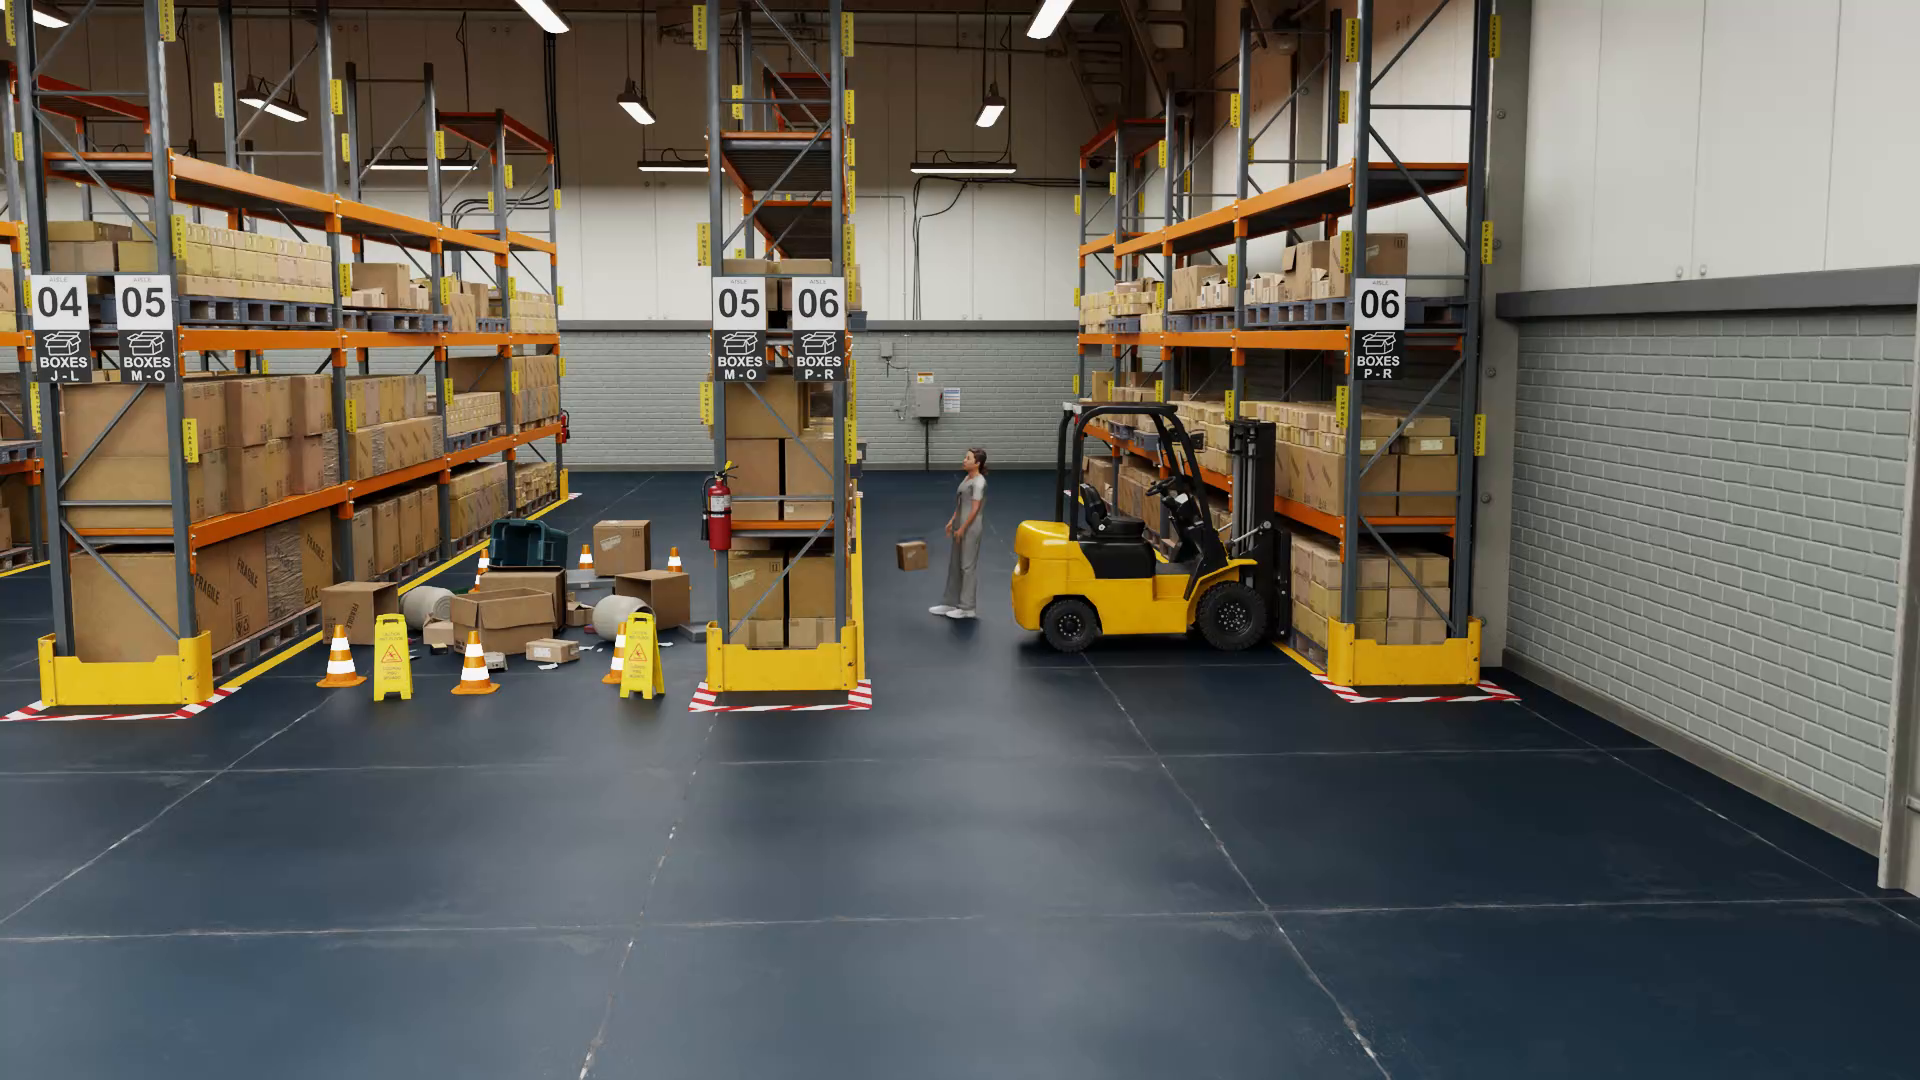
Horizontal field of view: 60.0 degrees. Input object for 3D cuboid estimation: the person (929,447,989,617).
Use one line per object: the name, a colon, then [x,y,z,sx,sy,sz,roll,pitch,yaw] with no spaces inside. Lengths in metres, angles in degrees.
person: [0.014,-0.077,16.327,0.554,1.674,0.522,-2,7,-15]
